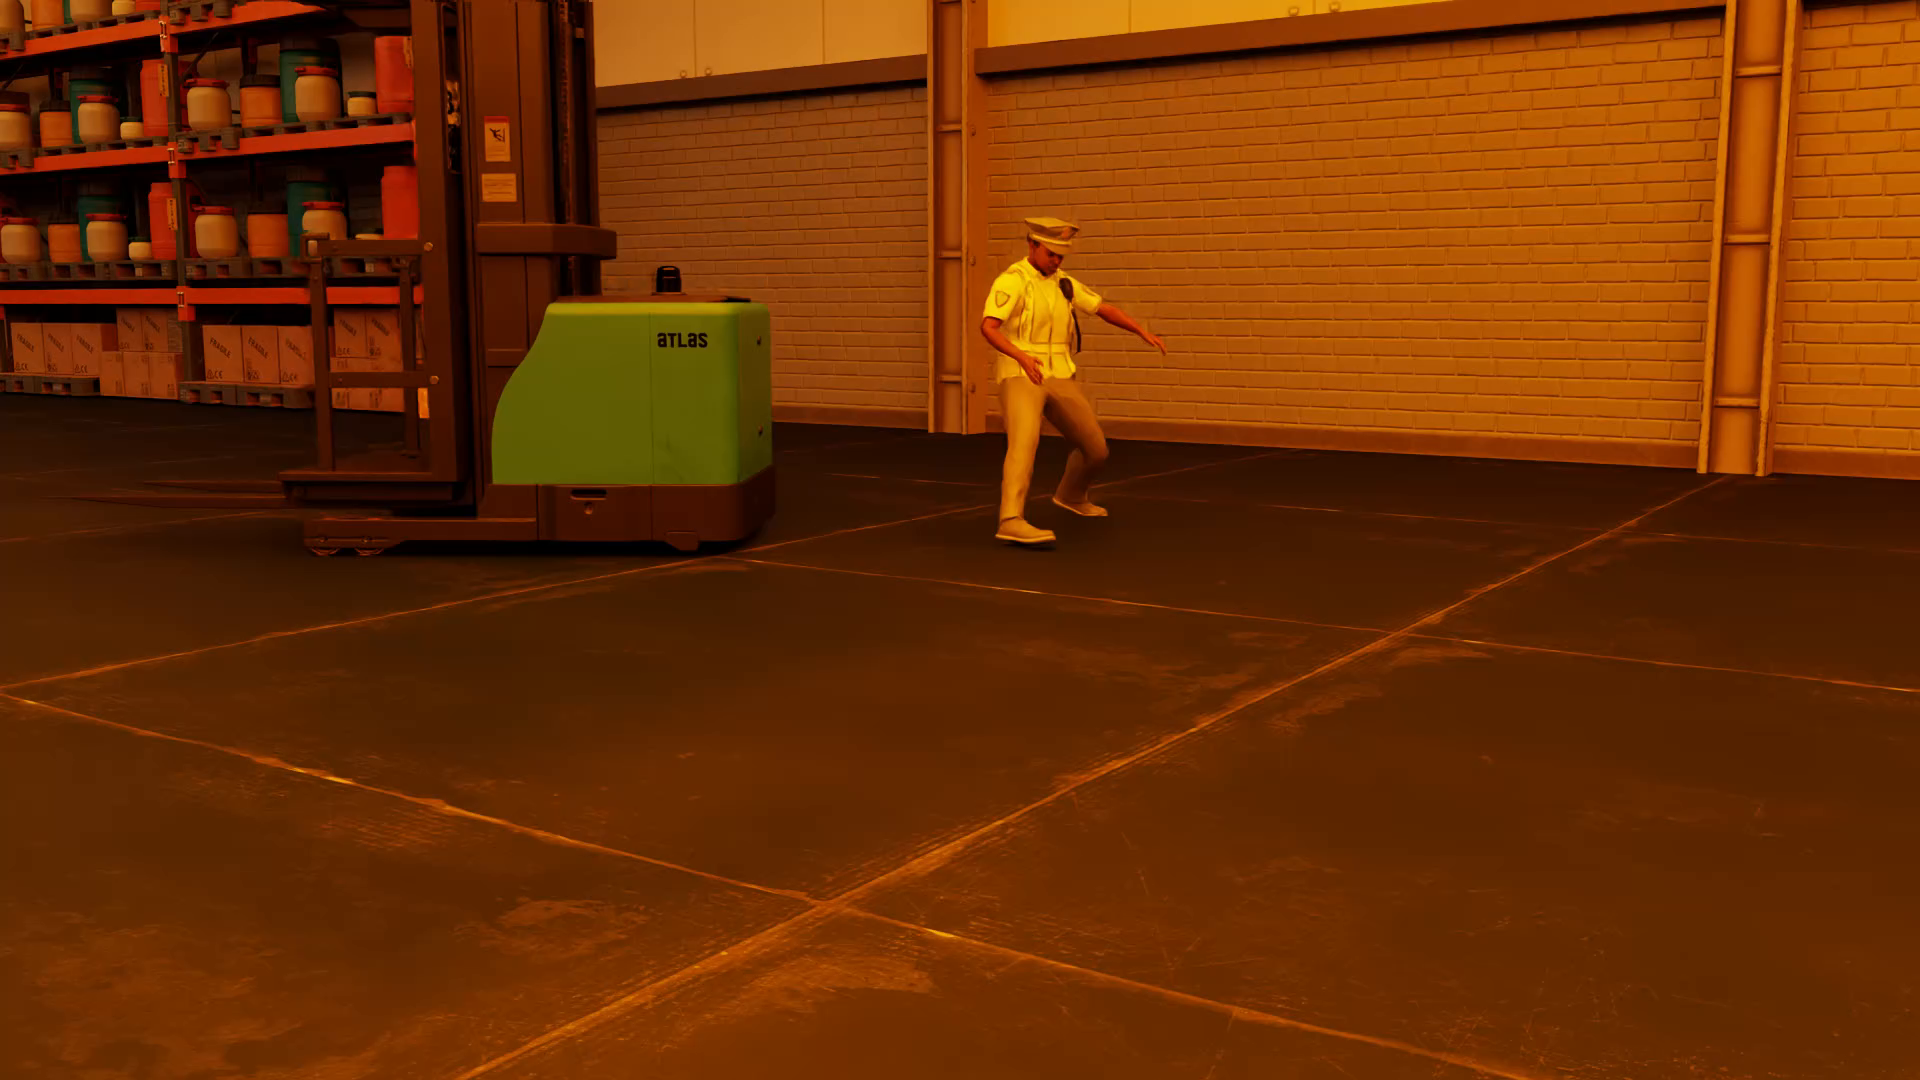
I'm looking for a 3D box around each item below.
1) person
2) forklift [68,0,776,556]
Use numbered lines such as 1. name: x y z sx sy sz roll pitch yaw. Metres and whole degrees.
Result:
1. person: 0.485 -0.762 7.832 1.099 1.494 0.939 -6 10 -34
2. forklift: -2.416 -1.456 7.433 3.031 2.935 1.130 0 8 3
